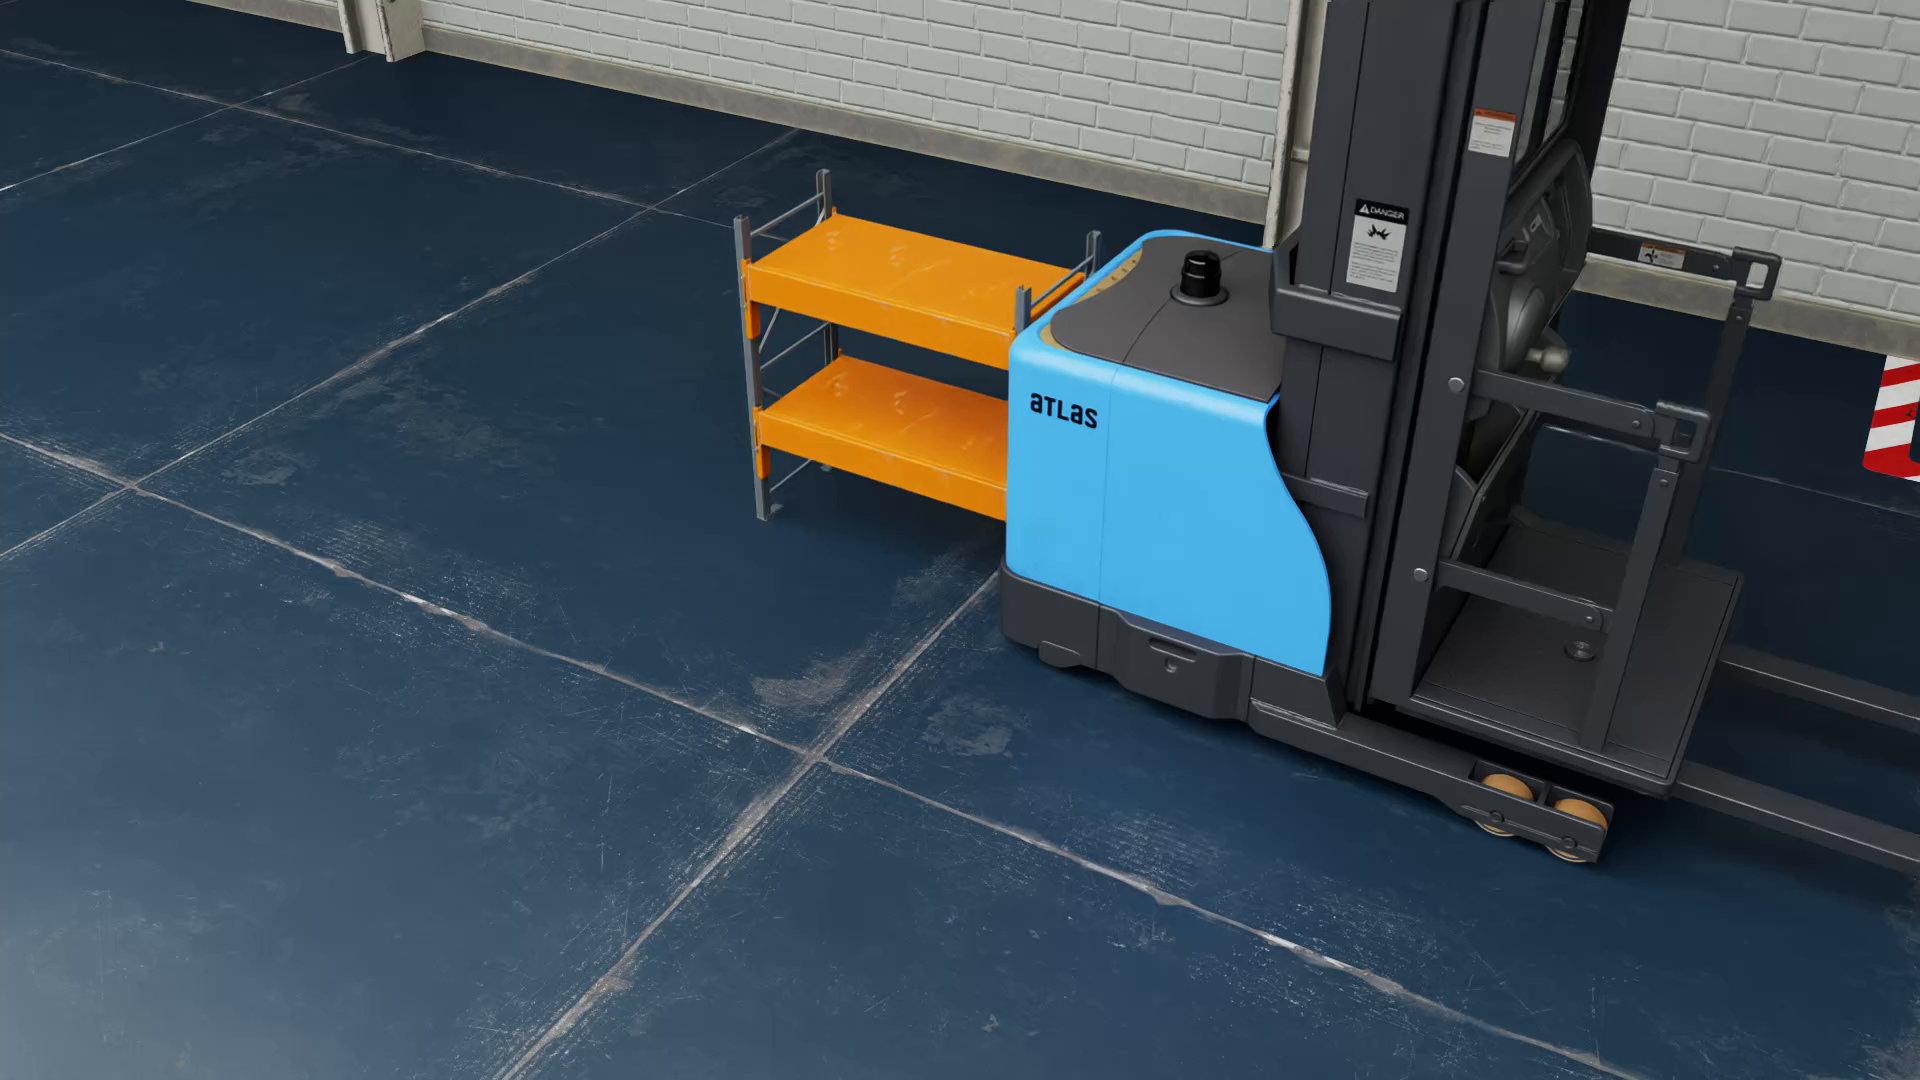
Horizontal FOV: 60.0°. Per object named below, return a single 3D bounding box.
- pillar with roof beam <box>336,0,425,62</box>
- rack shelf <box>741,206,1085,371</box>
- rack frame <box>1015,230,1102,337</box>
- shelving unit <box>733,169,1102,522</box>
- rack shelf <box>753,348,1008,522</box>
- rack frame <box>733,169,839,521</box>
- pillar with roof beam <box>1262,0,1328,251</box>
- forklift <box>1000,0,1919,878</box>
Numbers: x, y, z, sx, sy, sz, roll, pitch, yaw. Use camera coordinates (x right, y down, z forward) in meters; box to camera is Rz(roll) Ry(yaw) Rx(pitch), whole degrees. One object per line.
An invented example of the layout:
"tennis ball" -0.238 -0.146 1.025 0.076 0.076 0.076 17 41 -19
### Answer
"pillar with roof beam" -5.681 -4.709 4.702 0.400 9.000 9.100 18 37 24
"rack shelf" -0.137 -0.758 5.346 1.000 0.278 0.538 18 38 25
"rack frame" 0.300 -0.371 5.292 0.032 1.125 0.500 18 38 25
"shelving unit" -0.137 -0.515 5.508 1.048 1.125 0.538 18 38 25
"rack shelf" -0.137 -0.311 5.643 1.000 0.278 0.538 18 38 25
"rack frame" -0.575 -0.658 5.723 0.032 1.125 0.500 18 38 25
"pillar with roof beam" -0.472 -3.058 2.224 0.400 9.000 9.100 18 37 24
"forklift" 1.655 -0.696 4.151 3.031 2.935 1.130 18 38 25
